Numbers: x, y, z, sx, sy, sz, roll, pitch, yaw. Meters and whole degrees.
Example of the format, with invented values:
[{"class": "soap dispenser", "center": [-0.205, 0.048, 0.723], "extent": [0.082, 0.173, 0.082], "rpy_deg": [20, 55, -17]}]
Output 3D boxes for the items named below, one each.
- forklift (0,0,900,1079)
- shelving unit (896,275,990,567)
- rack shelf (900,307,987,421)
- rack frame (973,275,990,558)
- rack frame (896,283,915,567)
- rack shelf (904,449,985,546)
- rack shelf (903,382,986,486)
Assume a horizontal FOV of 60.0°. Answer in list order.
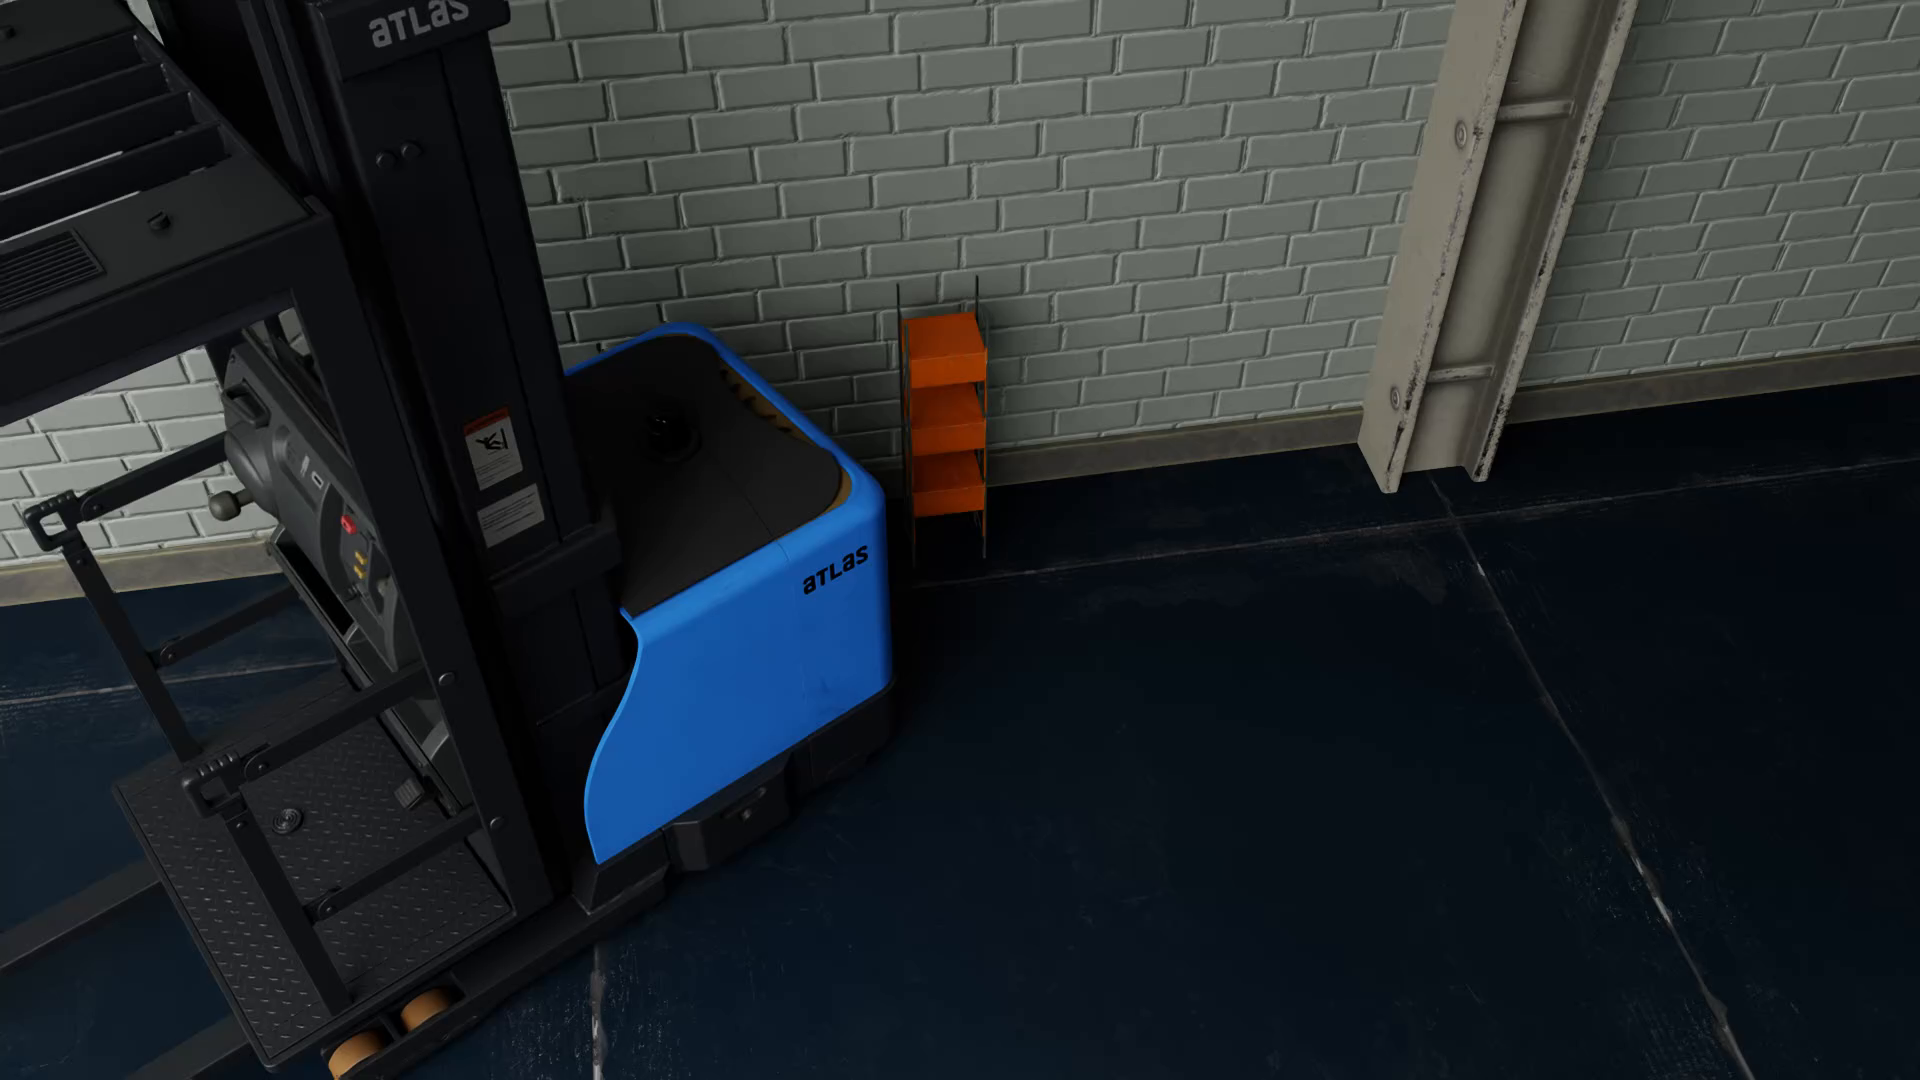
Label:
[{"class": "forklift", "center": [-1.647, -0.006, 3.721], "extent": [3.031, 2.935, 1.130], "rpy_deg": [-30, 53, -26]}, {"class": "shelving unit", "center": [-0.053, -0.358, 5.366], "extent": [0.252, 1.050, 0.215], "rpy_deg": [-7, 46, -7]}, {"class": "rack shelf", "center": [-0.053, -0.547, 5.169], "extent": [0.240, 0.259, 0.215], "rpy_deg": [-7, 46, -7]}, {"class": "rack frame", "center": [0.067, -0.373, 5.380], "extent": [0.008, 1.050, 0.200], "rpy_deg": [-7, 46, -7]}, {"class": "rack frame", "center": [-0.173, -0.343, 5.351], "extent": [0.008, 1.050, 0.200], "rpy_deg": [-7, 46, -7]}, {"class": "rack shelf", "center": [-0.053, -0.158, 5.573], "extent": [0.240, 0.259, 0.215], "rpy_deg": [-7, 46, -7]}, {"class": "rack shelf", "center": [-0.053, -0.350, 5.373], "extent": [0.240, 0.259, 0.215], "rpy_deg": [-7, 46, -7]}]
